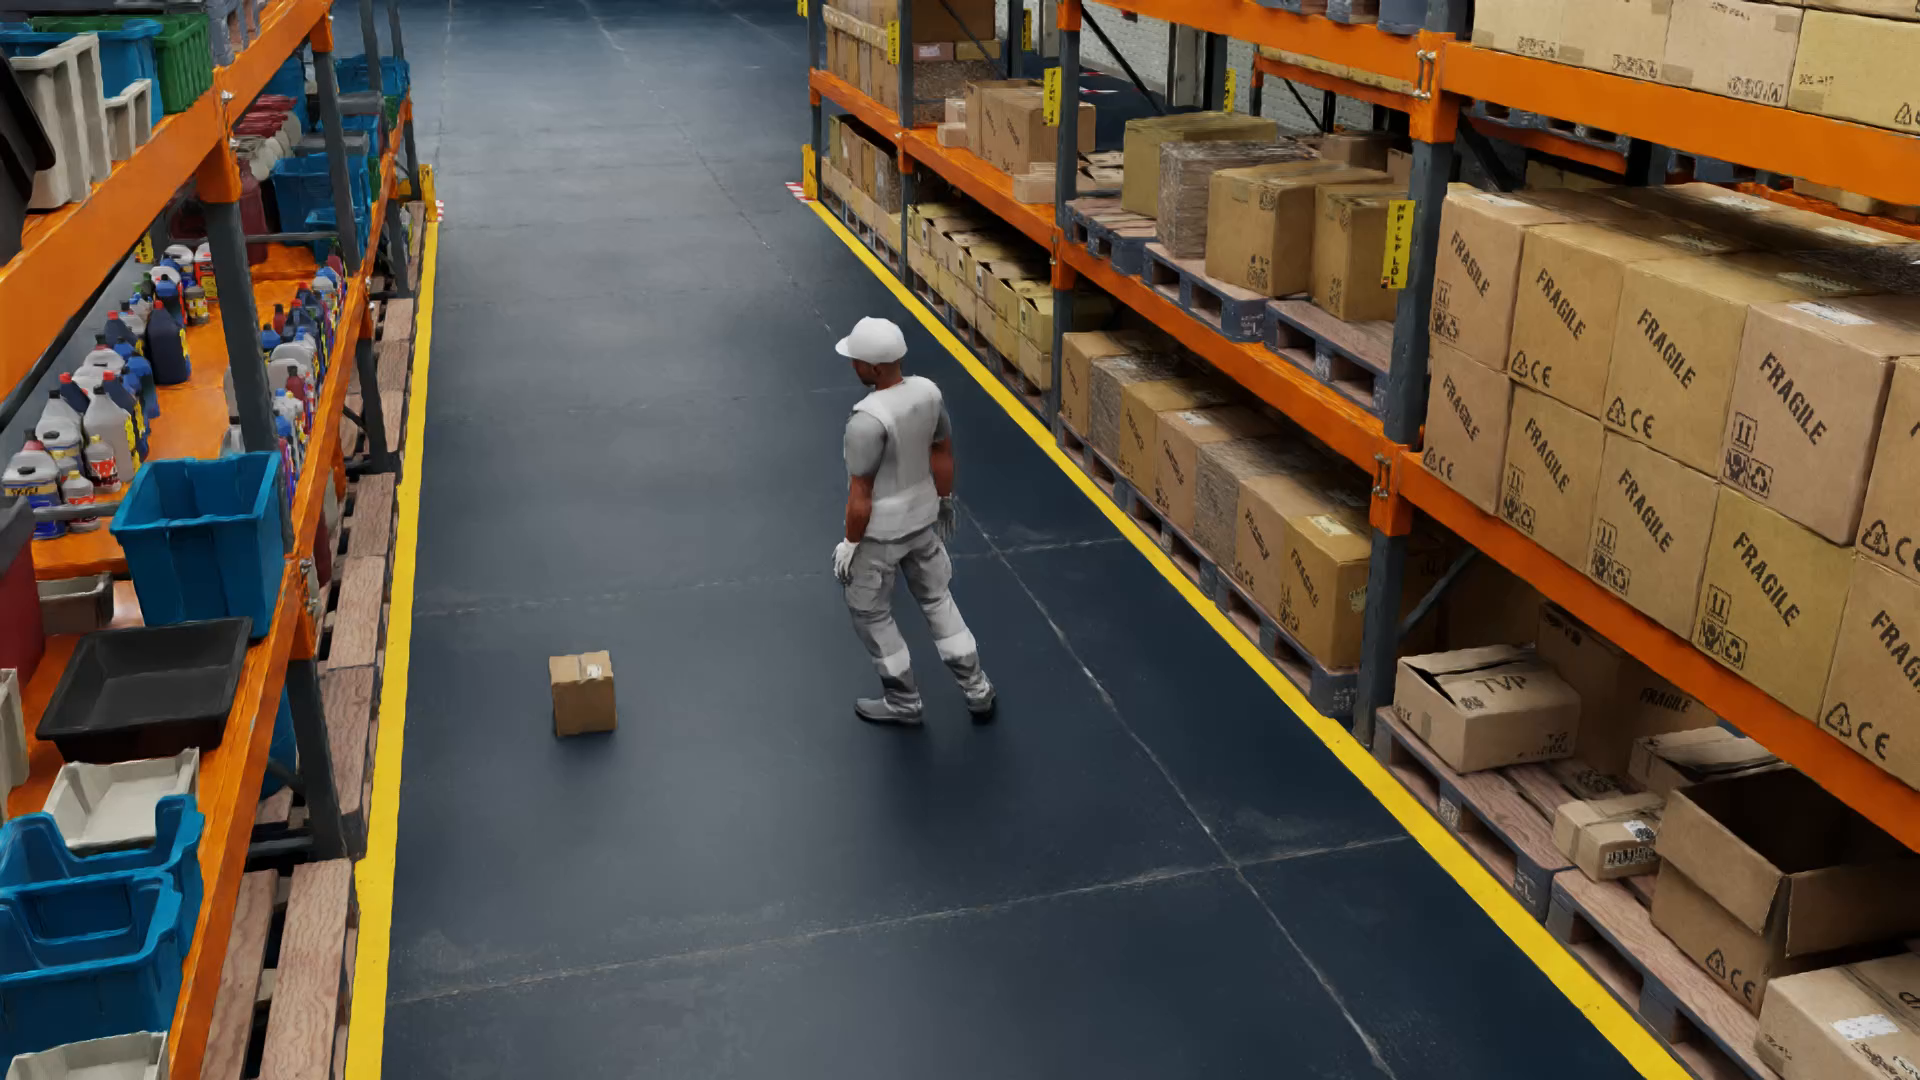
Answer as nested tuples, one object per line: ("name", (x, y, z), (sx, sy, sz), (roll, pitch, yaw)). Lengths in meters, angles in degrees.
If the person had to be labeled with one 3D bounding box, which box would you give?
("person", (-0.169, -0.056, 6.723), (0.508, 1.764, 0.721), (18, 29, 37))
